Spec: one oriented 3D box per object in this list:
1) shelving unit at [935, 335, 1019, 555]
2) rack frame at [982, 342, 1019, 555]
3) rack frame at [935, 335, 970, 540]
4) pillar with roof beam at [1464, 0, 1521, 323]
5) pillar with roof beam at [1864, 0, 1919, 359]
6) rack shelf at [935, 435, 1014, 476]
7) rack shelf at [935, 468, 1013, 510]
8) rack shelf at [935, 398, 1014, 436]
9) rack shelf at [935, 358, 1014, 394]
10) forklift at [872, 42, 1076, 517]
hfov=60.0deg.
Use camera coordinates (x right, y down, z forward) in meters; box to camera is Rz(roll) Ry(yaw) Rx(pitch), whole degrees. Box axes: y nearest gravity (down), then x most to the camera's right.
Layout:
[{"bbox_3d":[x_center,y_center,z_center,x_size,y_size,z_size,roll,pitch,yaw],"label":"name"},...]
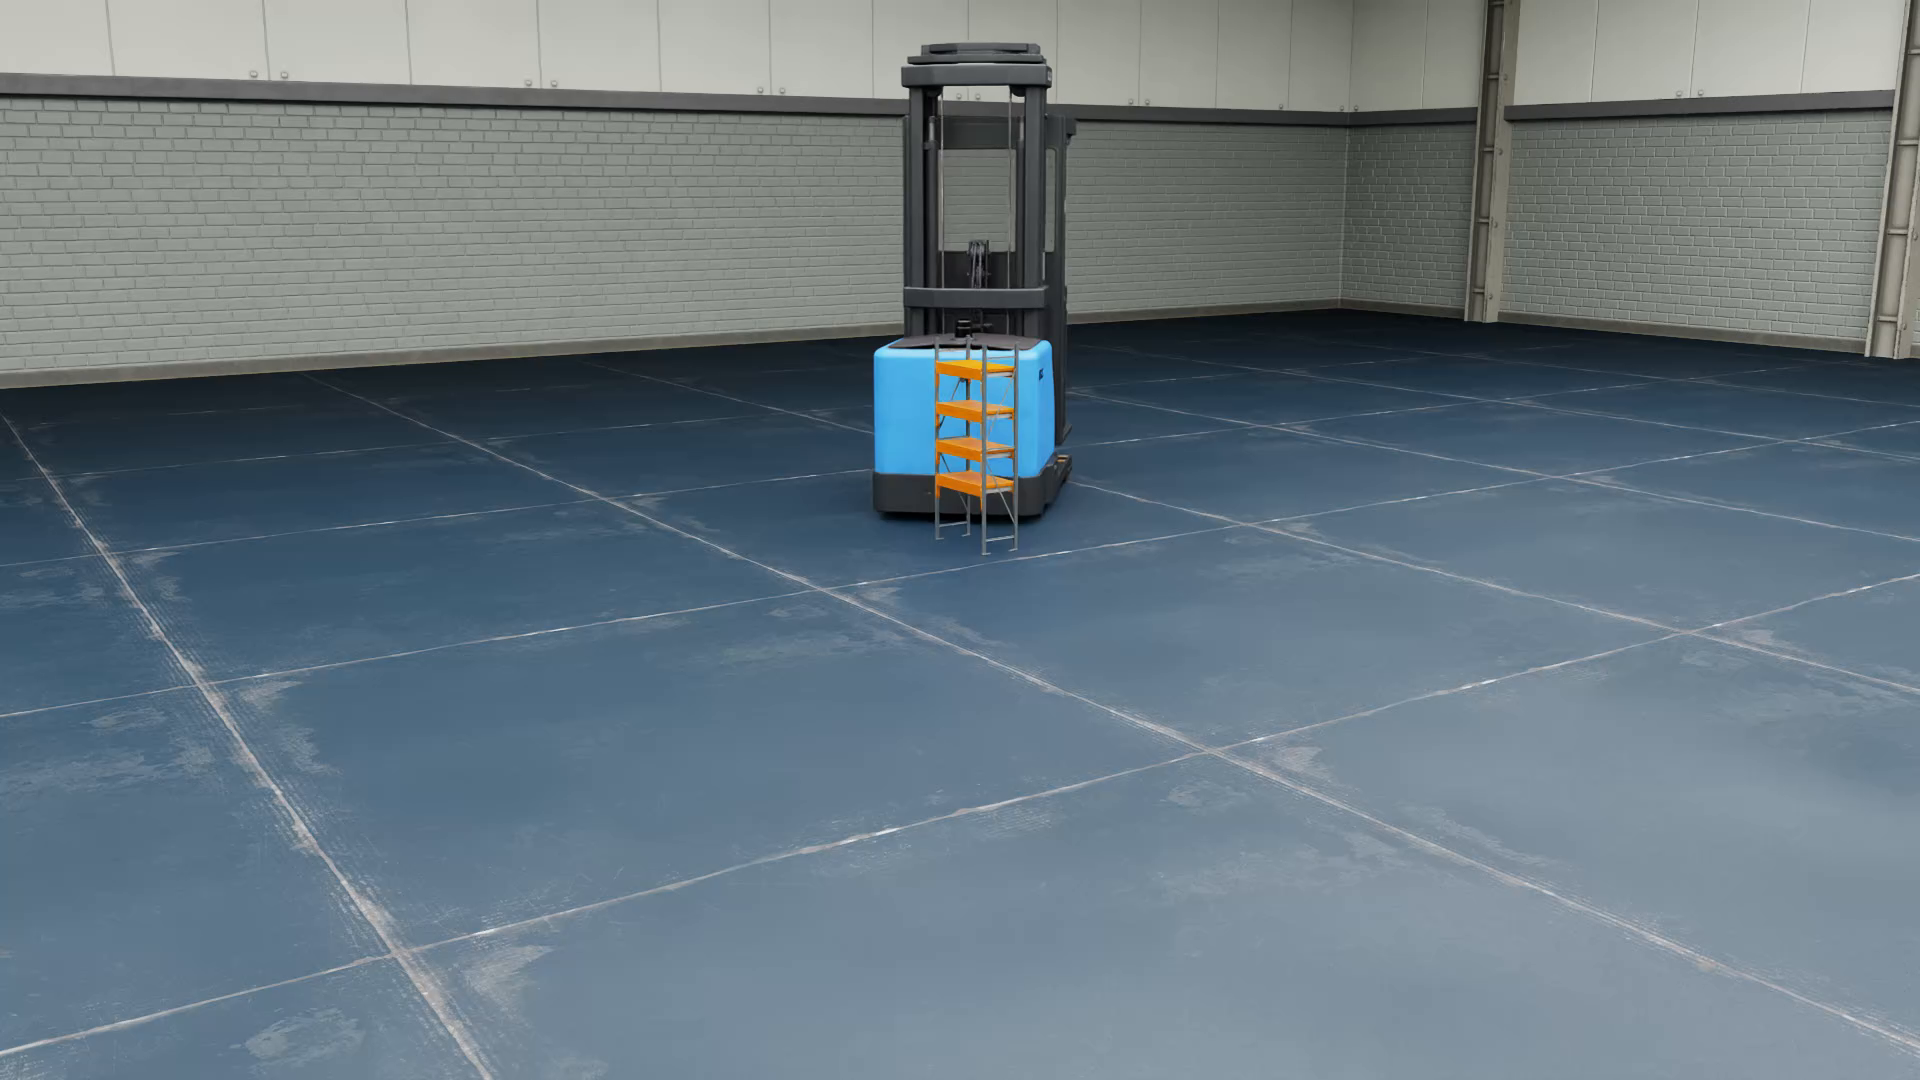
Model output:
[{"bbox_3d":[0.092,-0.557,9.599,0.258,1.200,0.503,-8,15,-33],"label":"shelving unit"},{"bbox_3d":[0.227,-0.513,9.401,0.240,1.200,0.015,-8,15,-33],"label":"rack frame"},{"bbox_3d":[-0.043,-0.600,9.797,0.240,1.200,0.015,-8,15,-33],"label":"rack frame"},{"bbox_3d":[4.176,-7.143,21.462,9.100,9.000,0.400,-8,15,-33],"label":"pillar with roof beam"},{"bbox_3d":[7.500,-6.076,16.583,9.100,9.000,0.400,-8,15,-33],"label":"pillar with roof beam"},{"bbox_3d":[0.092,-0.491,9.613,0.258,0.148,0.480,-8,15,-33],"label":"rack shelf"},{"bbox_3d":[0.092,-0.297,9.656,0.258,0.148,0.480,-8,15,-33],"label":"rack shelf"},{"bbox_3d":[0.092,-0.710,9.566,0.258,0.148,0.480,-8,15,-33],"label":"rack shelf"},{"bbox_3d":[0.092,-0.941,9.515,0.258,0.148,0.480,-8,15,-33],"label":"rack shelf"},{"bbox_3d":[0.202,-1.842,11.425,1.130,2.935,3.031,2,12,9],"label":"forklift"}]
